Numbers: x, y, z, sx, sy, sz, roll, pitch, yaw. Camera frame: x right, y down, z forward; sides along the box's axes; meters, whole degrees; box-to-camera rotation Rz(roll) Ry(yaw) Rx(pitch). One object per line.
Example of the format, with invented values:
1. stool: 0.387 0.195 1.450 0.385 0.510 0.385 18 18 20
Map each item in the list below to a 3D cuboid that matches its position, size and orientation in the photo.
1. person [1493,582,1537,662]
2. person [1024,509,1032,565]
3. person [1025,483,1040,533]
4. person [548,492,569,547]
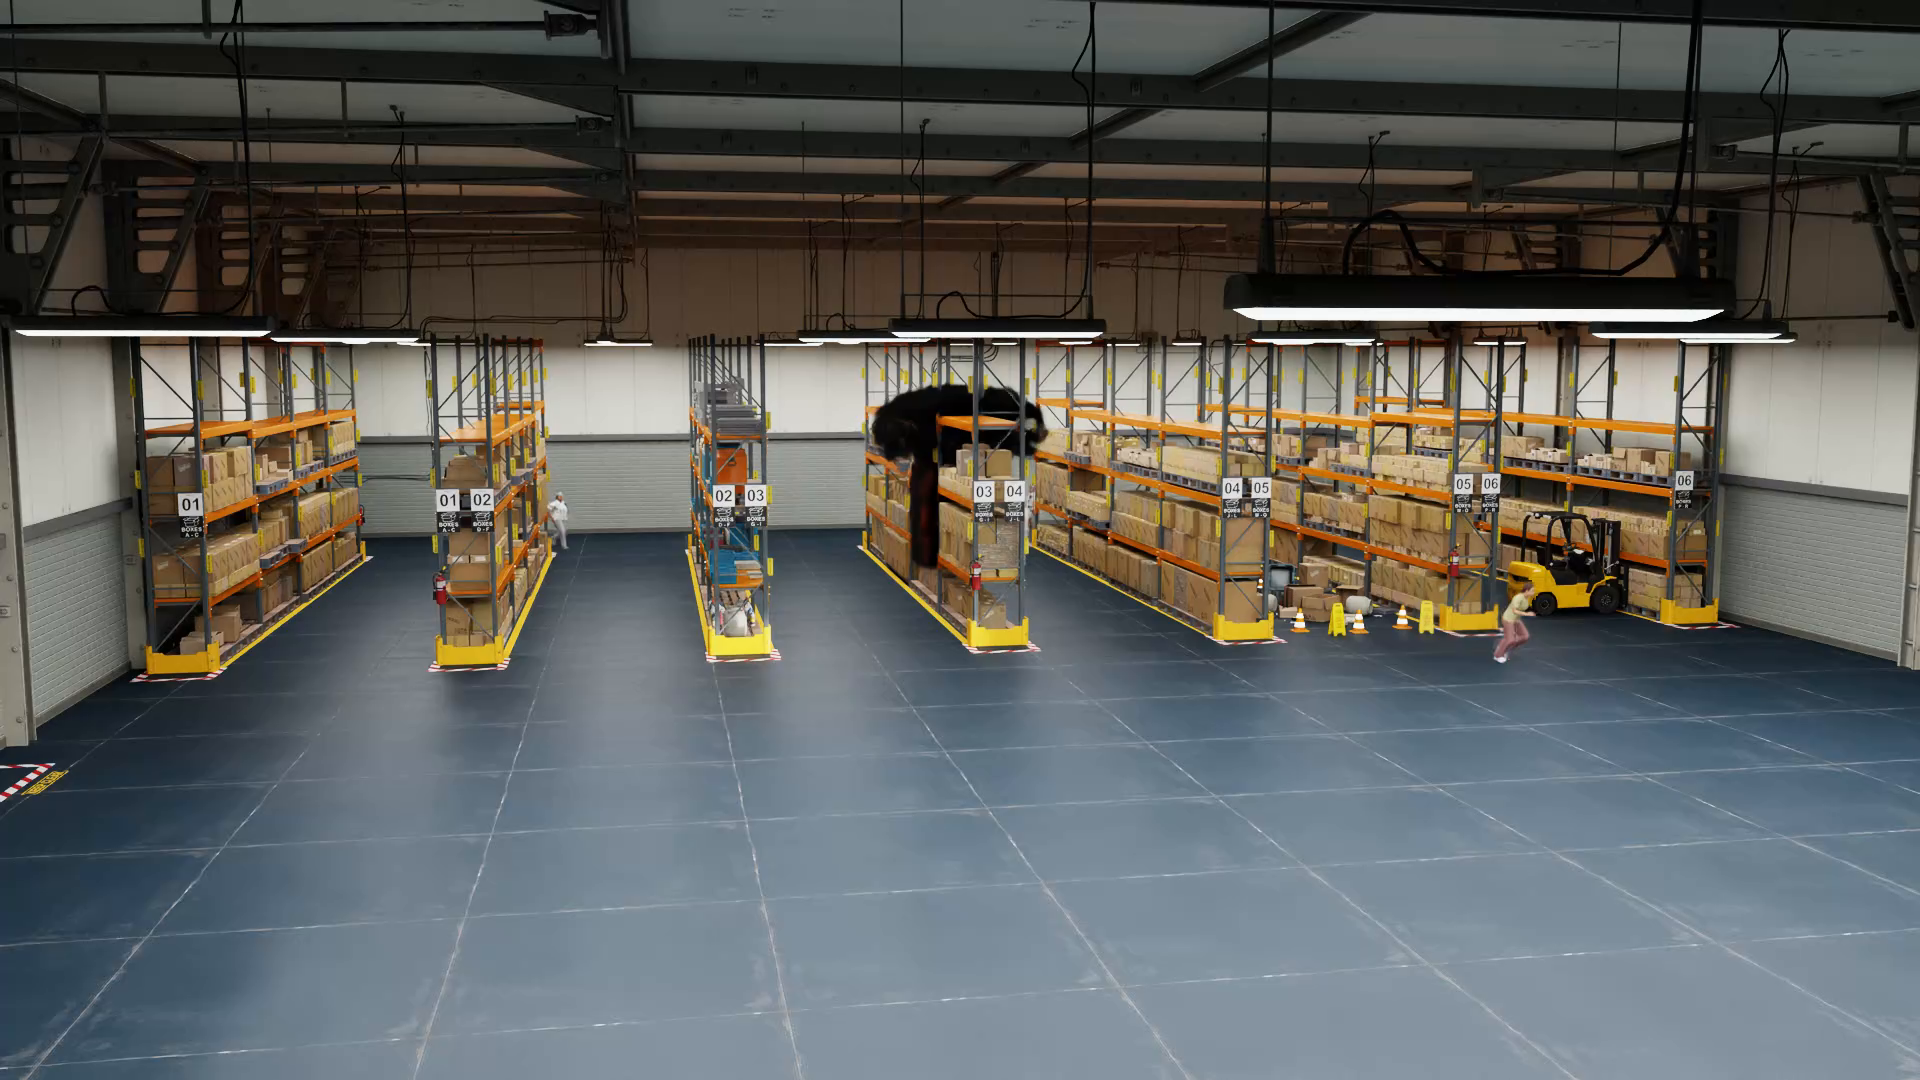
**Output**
1. person: 10.175 1.498 30.384 0.608 1.509 0.834 -6 9 -45
2. person: 1.625 -0.222 44.545 0.709 1.765 0.824 -2 7 -18
3. person: 2.108 -0.825 49.554 0.932 1.782 0.738 -1 7 -12
4. person: -11.531 -0.595 47.759 0.638 1.572 0.645 4 8 31
